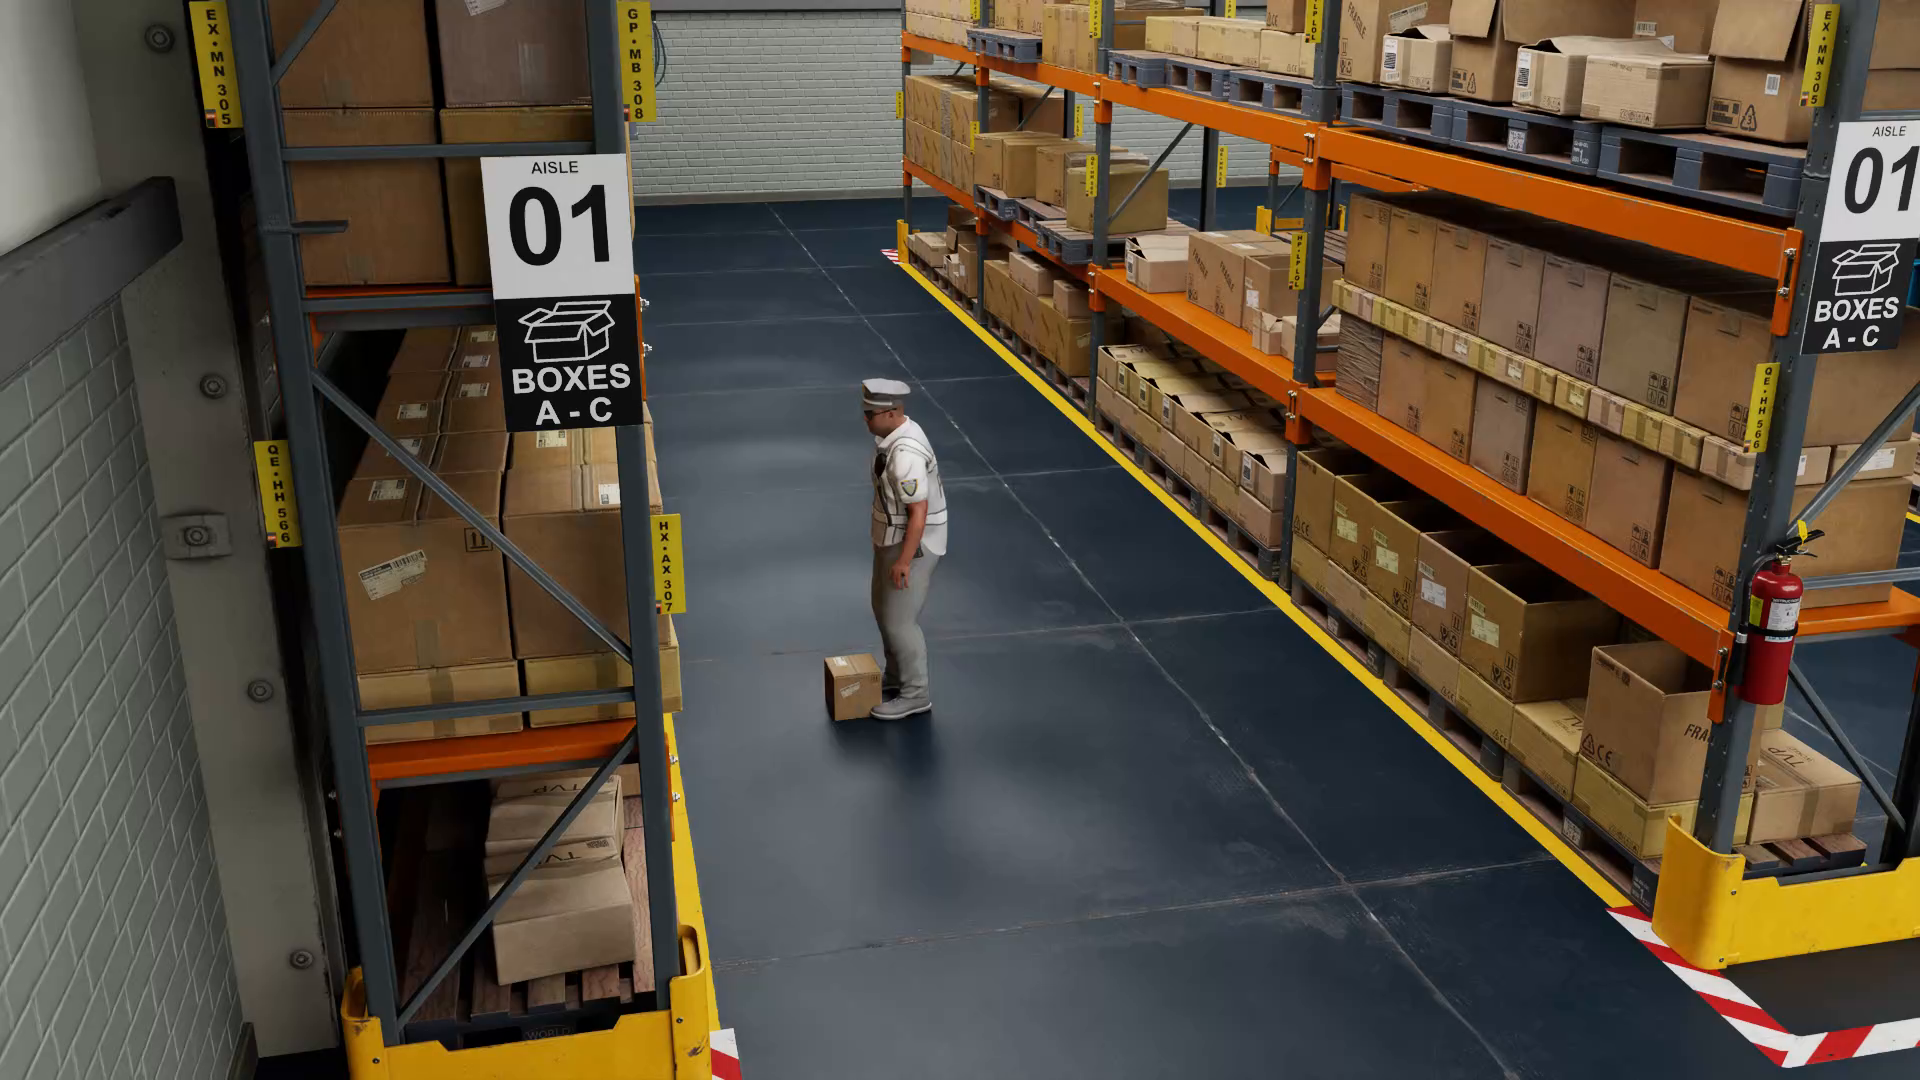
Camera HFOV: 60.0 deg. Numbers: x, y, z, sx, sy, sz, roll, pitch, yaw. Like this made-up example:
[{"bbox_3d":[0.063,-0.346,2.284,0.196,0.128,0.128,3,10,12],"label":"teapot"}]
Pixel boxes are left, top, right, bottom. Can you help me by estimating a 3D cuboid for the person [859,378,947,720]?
[{"bbox_3d":[-0.295,0.028,8.477,0.439,1.748,0.586,-4,20,-12],"label":"person"}]
